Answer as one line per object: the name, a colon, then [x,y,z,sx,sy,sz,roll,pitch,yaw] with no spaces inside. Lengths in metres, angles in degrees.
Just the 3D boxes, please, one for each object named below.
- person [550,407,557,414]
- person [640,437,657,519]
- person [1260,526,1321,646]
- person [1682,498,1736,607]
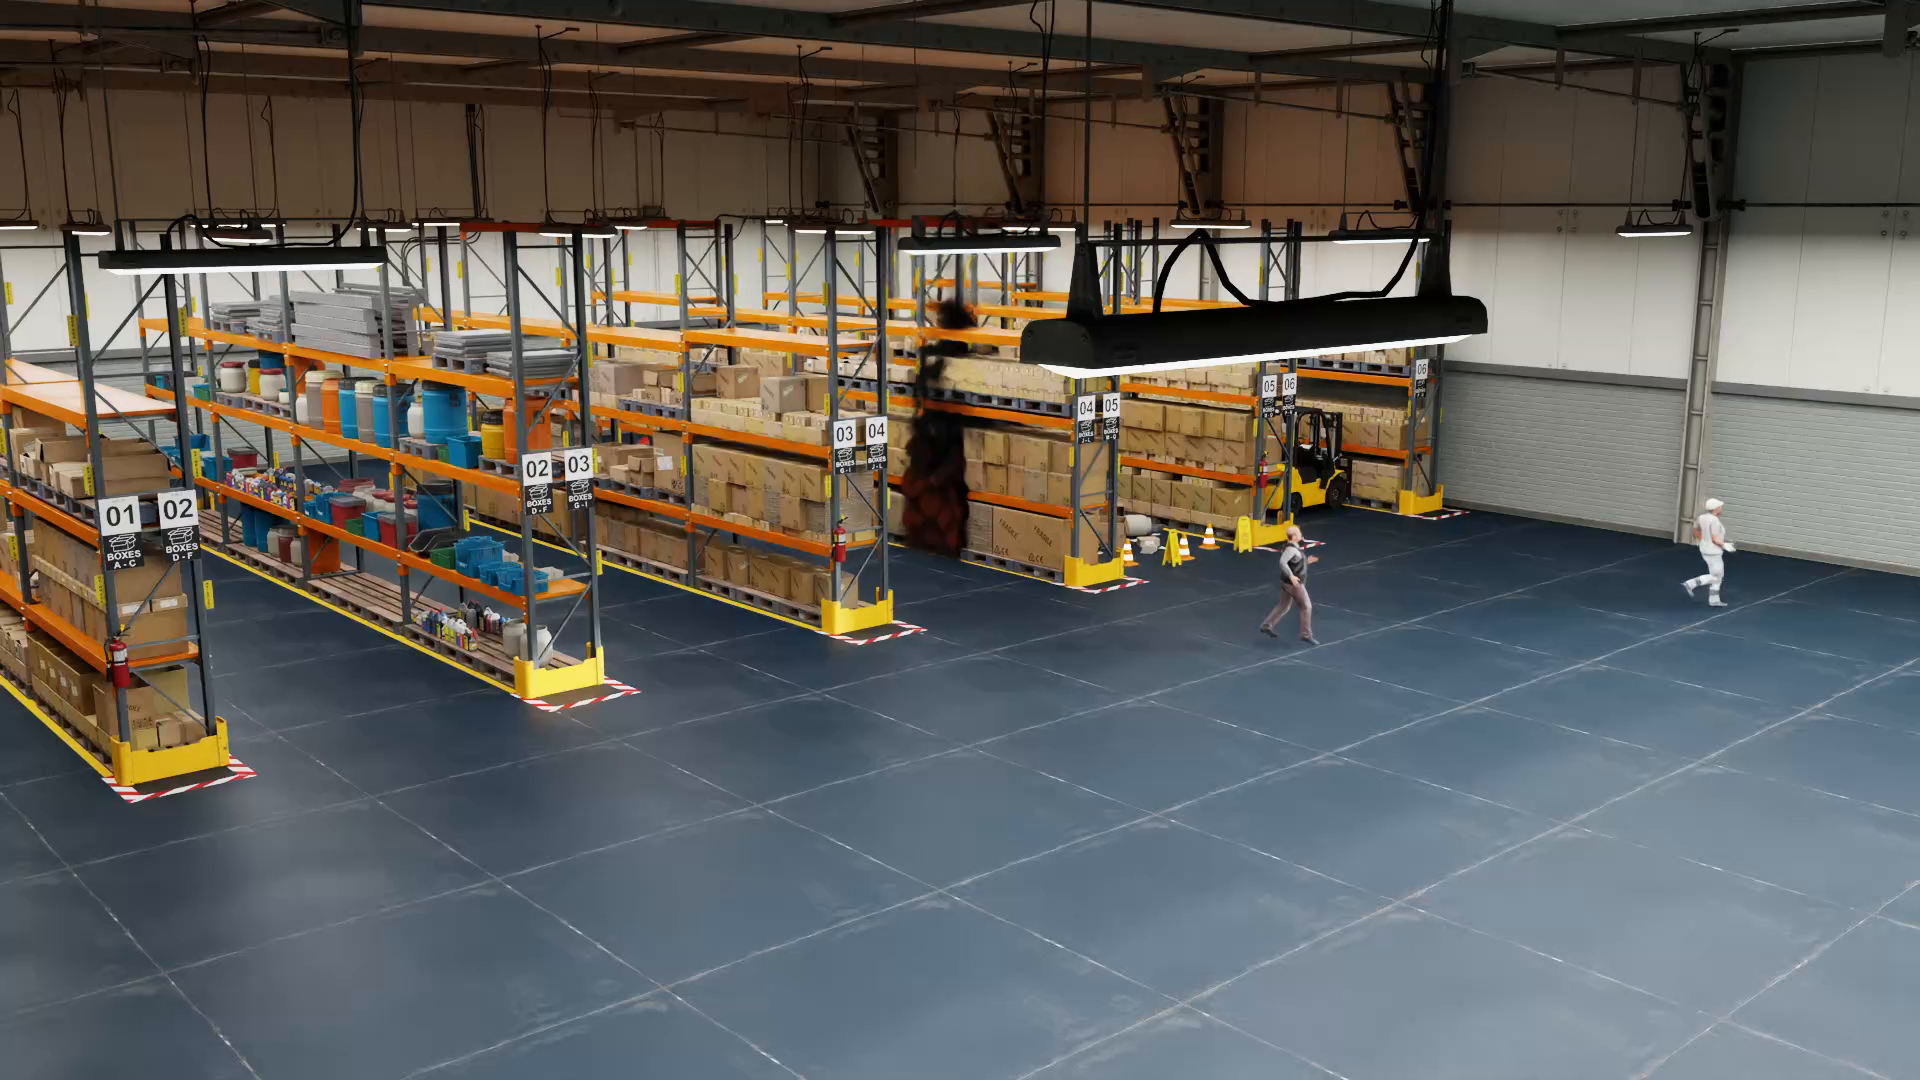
person: [-9.787,-2.392,39.733,0.660,1.601,0.720,1,11,7]
person: [-6.185,-1.163,33.145,0.627,1.784,0.692,-10,15,-41]
person: [4.830,0.666,24.162,0.860,1.756,0.641,-1,11,-3]
person: [11.898,0.203,26.457,0.785,1.759,0.657,0,11,1]
